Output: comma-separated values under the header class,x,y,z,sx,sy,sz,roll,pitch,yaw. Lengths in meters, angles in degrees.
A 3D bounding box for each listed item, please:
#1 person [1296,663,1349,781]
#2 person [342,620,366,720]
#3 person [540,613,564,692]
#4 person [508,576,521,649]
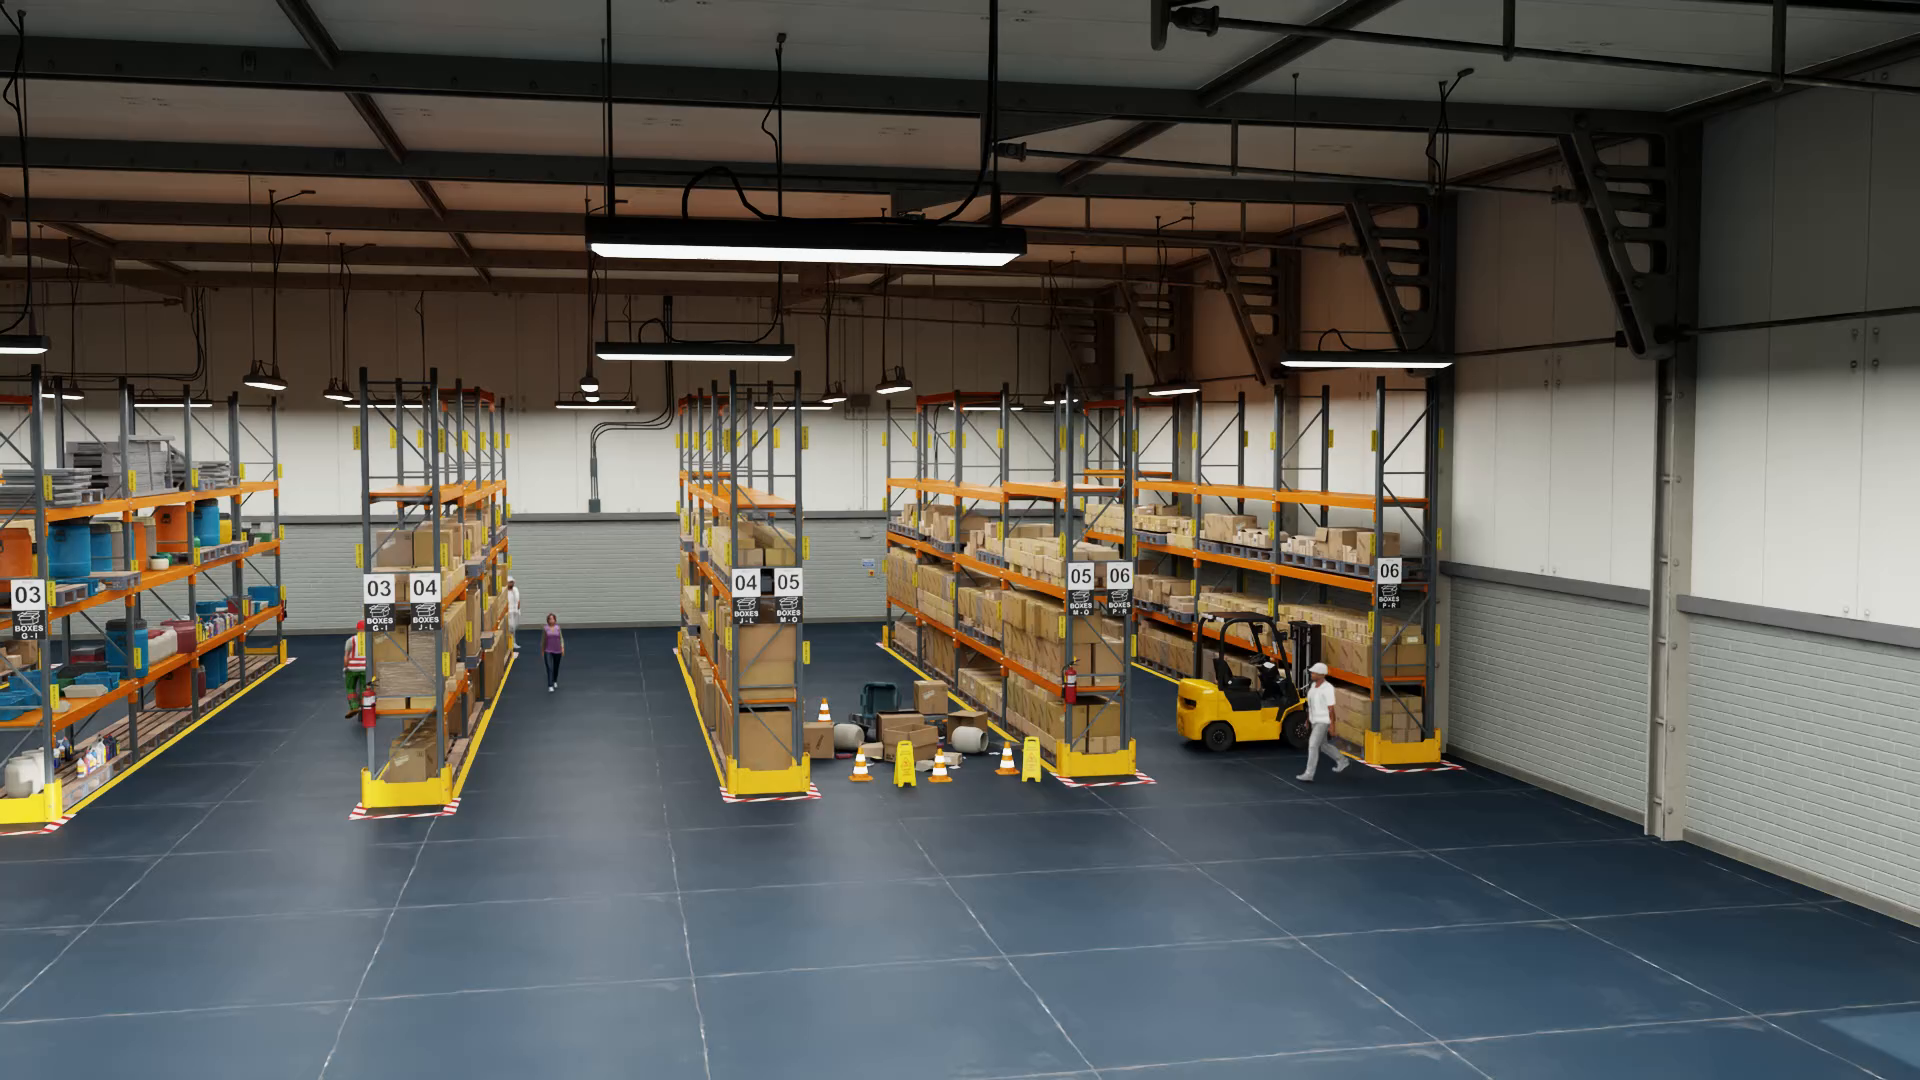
class,x,y,z,sx,sy,sz,roll,pitch,yaw
person,5.362,2.672,24.567,0.997,1.732,0.621,-1,4,-21
person,-10.733,2.329,29.750,0.593,1.785,0.461,-1,4,-19
person,-8.133,2.236,33.191,0.455,1.532,0.969,-1,4,-18
person,-10.857,1.731,39.990,0.845,1.764,0.565,2,4,27
